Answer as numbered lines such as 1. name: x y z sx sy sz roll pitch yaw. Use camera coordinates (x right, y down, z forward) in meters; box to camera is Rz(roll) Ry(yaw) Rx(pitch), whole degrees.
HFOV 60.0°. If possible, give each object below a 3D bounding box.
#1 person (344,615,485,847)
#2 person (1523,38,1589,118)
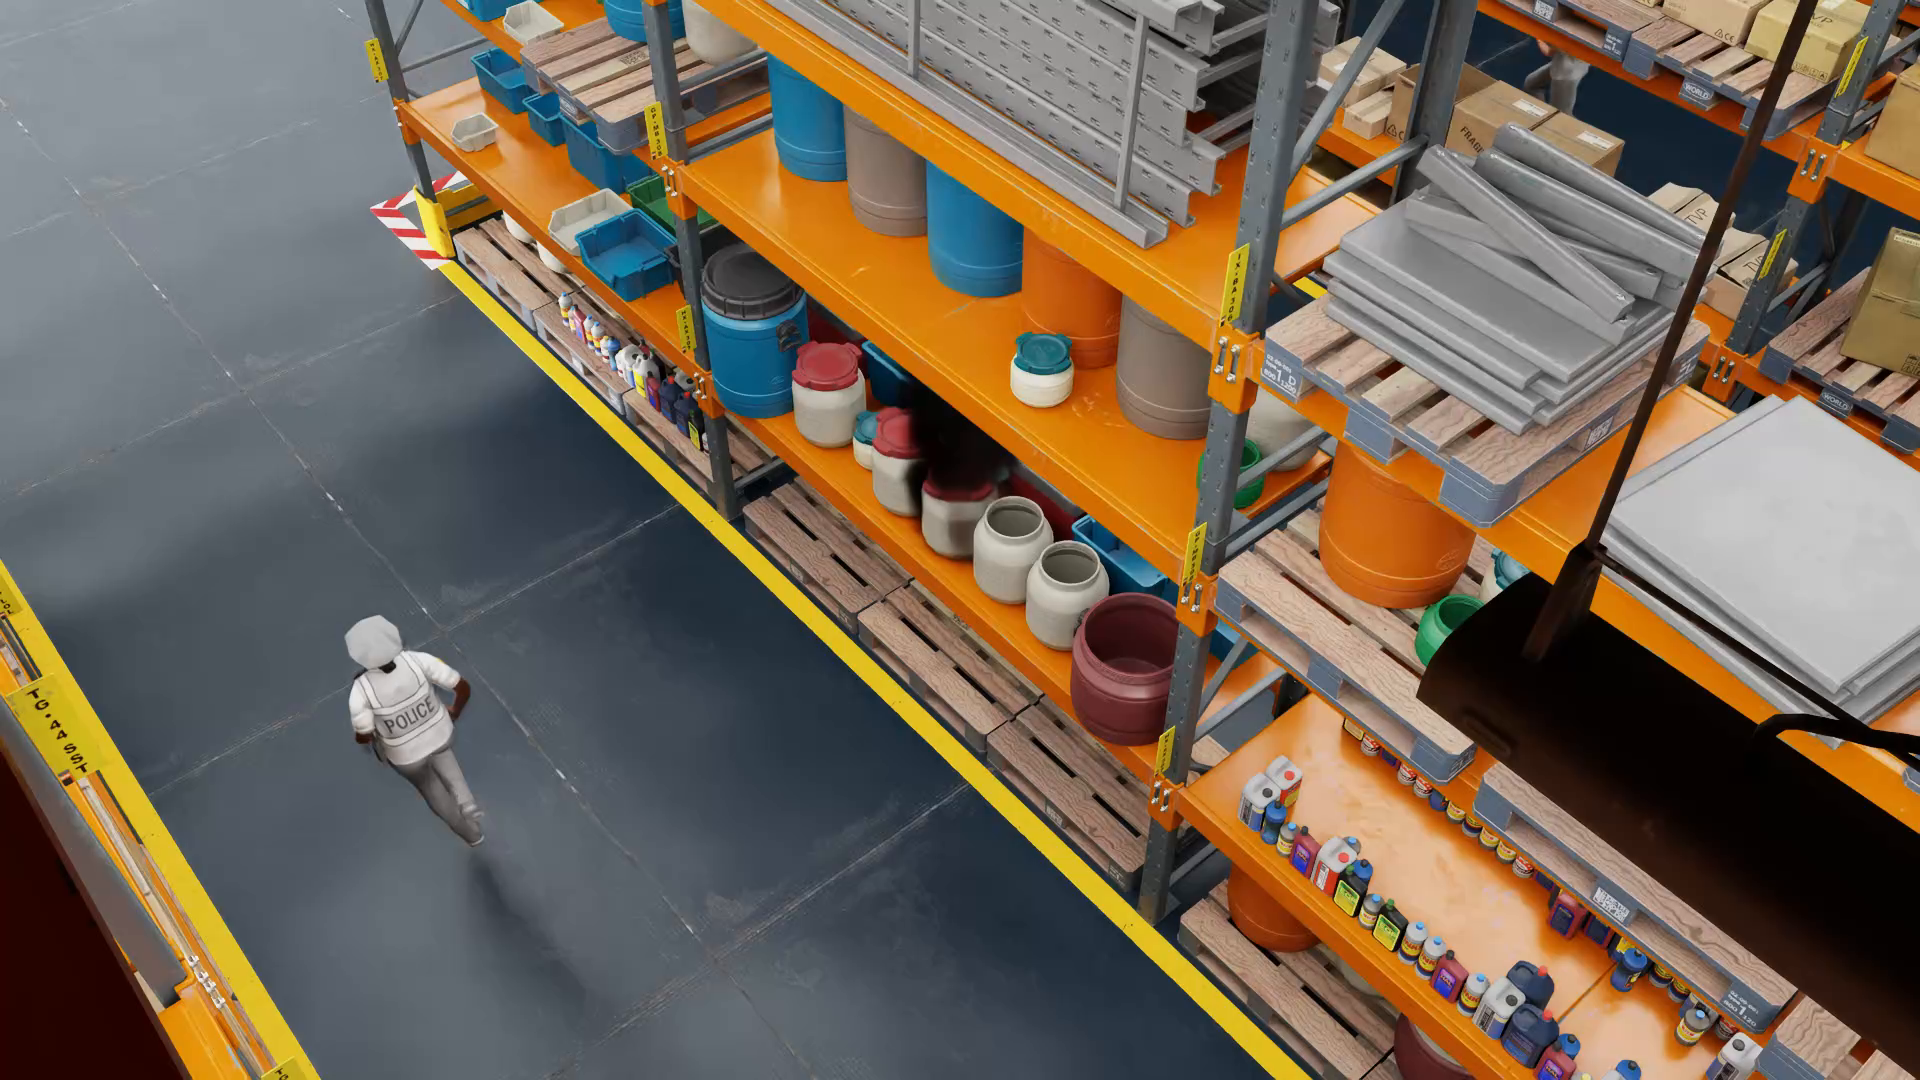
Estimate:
1. person: -2.808 0.973 8.522 0.582 1.671 0.518 -36 56 -29
2. person: 4.901 -3.746 13.390 0.804 1.660 0.589 34 55 28
